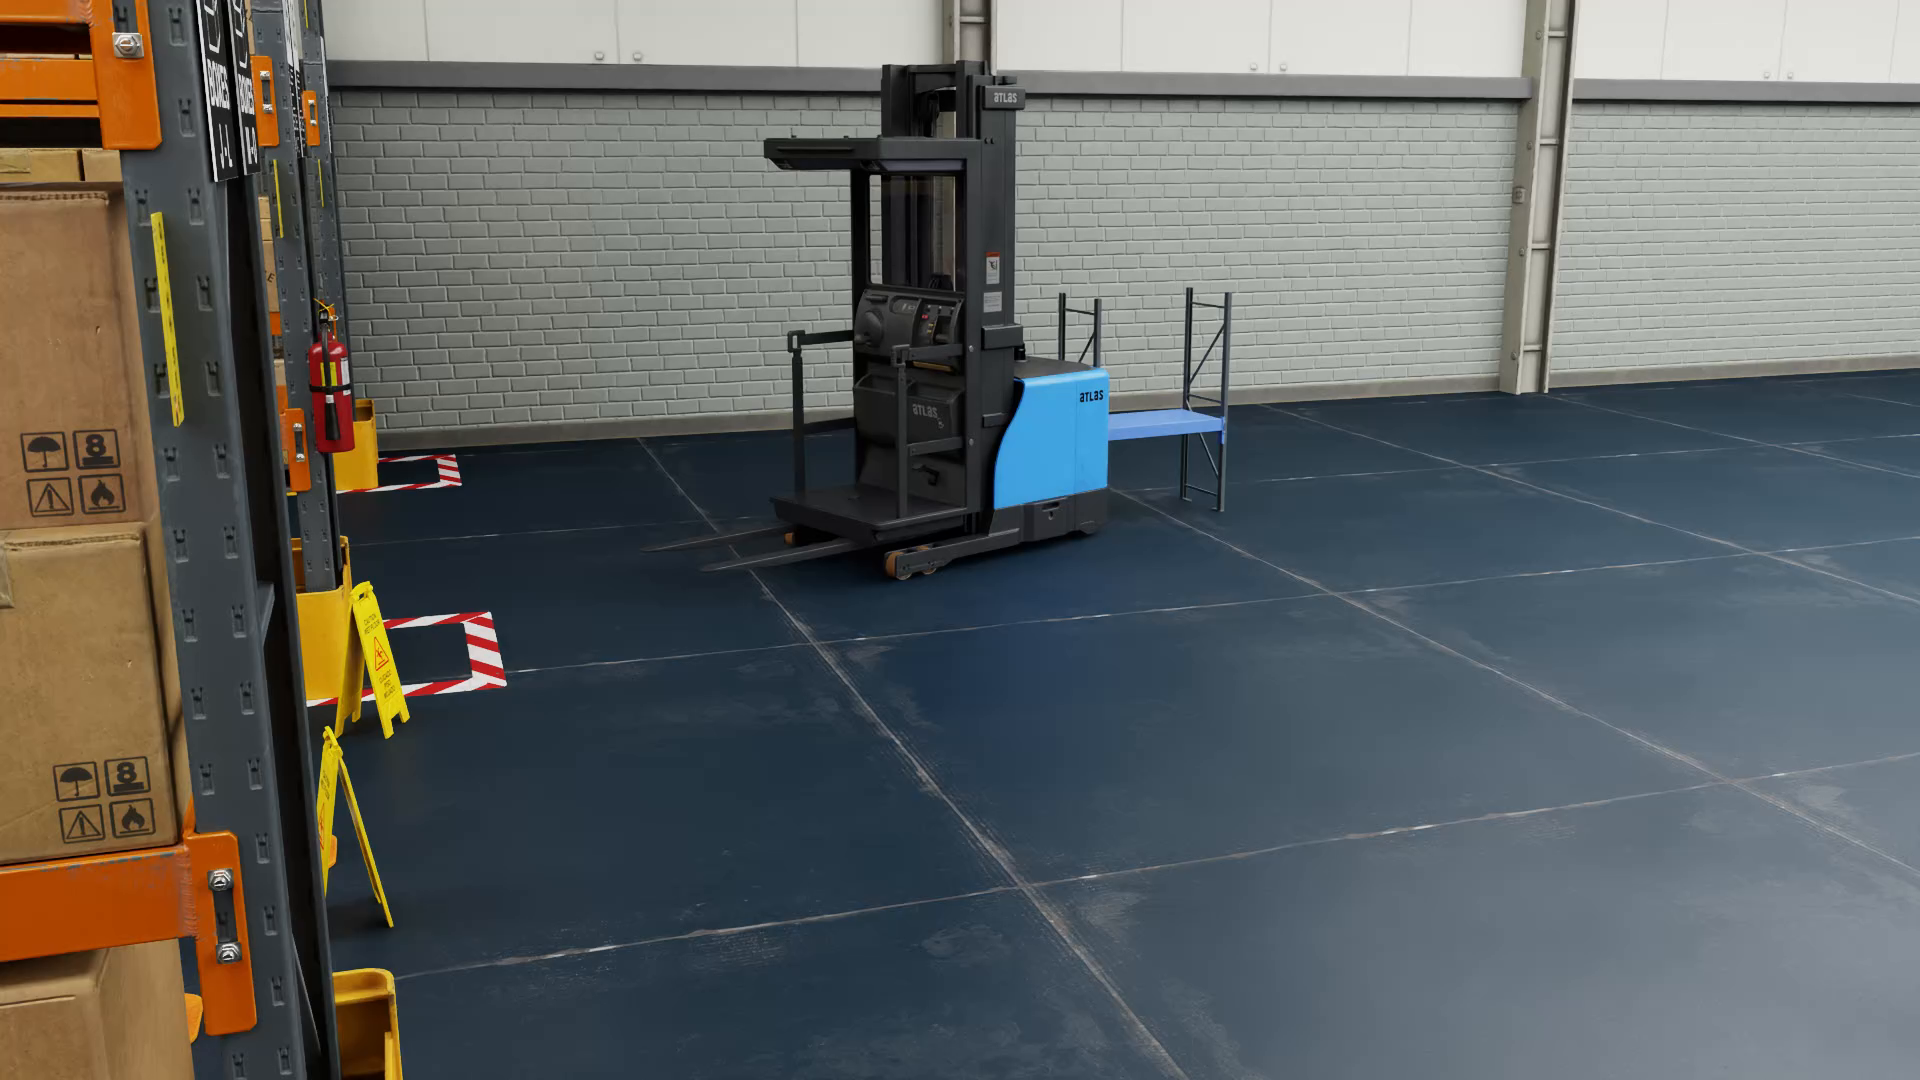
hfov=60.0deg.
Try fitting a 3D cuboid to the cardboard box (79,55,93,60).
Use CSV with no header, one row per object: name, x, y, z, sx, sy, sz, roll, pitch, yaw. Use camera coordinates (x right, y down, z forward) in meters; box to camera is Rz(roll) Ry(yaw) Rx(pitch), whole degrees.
cardboard box,-3.543,-2.087,6.997,0.250,0.149,0.380,-4,14,-18

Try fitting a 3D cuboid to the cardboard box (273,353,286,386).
cardboard box,-4.992,-1.203,12.090,0.500,0.250,0.500,-4,14,-16

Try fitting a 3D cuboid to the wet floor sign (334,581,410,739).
wet floor sign,-2.547,0.502,7.136,0.232,0.644,0.267,0,13,1

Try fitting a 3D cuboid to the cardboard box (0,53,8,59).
cardboard box,-4.067,-2.071,6.929,0.250,0.149,0.380,-4,14,-18

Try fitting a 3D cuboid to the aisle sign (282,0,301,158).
aisle sign,-2.918,-2.069,7.242,0.004,0.787,0.394,-4,14,-18

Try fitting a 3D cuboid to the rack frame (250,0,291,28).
rack frame,-3.069,-3.782,7.097,0.127,3.000,1.000,-4,14,-18

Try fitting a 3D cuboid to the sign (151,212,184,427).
sign,-1.234,-0.344,2.592,0.005,0.325,0.100,-4,14,-18

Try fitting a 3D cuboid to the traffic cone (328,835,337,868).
traffic cone,-2.389,0.904,5.844,0.334,0.463,0.336,-4,14,-18

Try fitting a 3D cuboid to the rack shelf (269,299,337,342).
rack shelf,-6.551,-1.454,11.830,4.000,0.370,1.077,-4,14,-18

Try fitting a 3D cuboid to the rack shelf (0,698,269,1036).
rack shelf,-3.290,0.712,2.721,4.000,0.370,1.077,-4,14,-18

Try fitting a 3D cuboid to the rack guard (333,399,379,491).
rack guard,-4.633,-0.738,12.664,0.348,0.500,1.175,-4,14,-18

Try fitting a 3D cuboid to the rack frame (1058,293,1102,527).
rack frame,0.786,-0.870,11.059,0.032,1.500,0.500,-7,15,-26

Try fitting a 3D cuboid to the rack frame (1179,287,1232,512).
rack frame,1.695,-0.975,11.501,0.032,1.500,0.500,-7,15,-26

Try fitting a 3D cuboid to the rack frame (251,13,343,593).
rack frame,-3.069,-0.864,7.791,0.127,3.000,1.000,-4,14,-18

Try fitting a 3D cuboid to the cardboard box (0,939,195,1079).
cardboard box,-2.016,1.109,3.184,0.875,0.875,0.875,-4,14,-18

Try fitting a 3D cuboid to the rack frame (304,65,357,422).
rack frame,-4.655,-1.952,12.367,0.127,3.000,1.000,-4,14,-18

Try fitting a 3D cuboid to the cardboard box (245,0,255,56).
cardboard box,-4.997,-3.627,11.586,0.500,0.500,0.500,-4,14,-16

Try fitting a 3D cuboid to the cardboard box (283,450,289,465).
cardboard box,-5.000,-0.715,12.199,0.500,0.250,0.500,-4,14,-18

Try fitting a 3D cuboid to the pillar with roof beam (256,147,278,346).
pillar with roof beam,-4.230,-4.073,8.318,0.400,9.000,9.100,-4,14,-18

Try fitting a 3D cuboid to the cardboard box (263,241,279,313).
cardboard box,-5.038,-1.907,11.960,0.500,0.500,0.500,-5,14,-19

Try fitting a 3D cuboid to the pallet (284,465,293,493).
pallet,-5.367,-0.530,12.414,1.213,0.211,1.003,-4,14,-18

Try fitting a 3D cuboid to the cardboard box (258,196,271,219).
cardboard box,-4.928,-2.388,11.940,0.250,0.149,0.380,-4,14,-18

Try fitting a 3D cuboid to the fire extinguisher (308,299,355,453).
fire extinguisher,-2.813,-0.733,7.411,0.183,0.674,0.296,-4,14,-18

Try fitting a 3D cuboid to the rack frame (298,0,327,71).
rack frame,-4.655,-4.871,11.673,0.127,3.000,1.000,-4,14,-18

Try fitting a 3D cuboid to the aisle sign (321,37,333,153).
aisle sign,-4.500,-3.157,11.816,0.004,0.787,0.394,-4,14,-18

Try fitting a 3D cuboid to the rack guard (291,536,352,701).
rack guard,-3.141,0.358,8.057,0.348,0.500,1.175,-4,14,-18

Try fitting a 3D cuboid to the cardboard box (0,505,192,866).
cardboard box,-1.732,0.179,3.084,0.550,0.550,0.875,-4,14,-18

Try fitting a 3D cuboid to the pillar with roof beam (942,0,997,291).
pillar with roof beam,1.457,-4.515,10.180,0.400,9.000,9.100,-4,14,-18

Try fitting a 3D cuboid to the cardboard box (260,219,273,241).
cardboard box,-4.895,-2.229,11.914,0.250,0.149,0.380,-4,14,-17

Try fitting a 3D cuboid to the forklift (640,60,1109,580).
forklift,-0.469,-1.330,9.899,3.031,2.935,1.130,-12,18,-40

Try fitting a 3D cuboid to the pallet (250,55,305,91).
pallet,-5.334,-3.322,11.834,1.213,0.211,1.003,-4,14,-18

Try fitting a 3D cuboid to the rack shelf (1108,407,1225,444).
rack shelf,1.240,-0.748,11.322,1.000,0.185,0.538,-7,15,-26

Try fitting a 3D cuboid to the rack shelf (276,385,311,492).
rack shelf,-4.964,-0.366,7.254,4.000,0.370,1.077,-4,14,-18

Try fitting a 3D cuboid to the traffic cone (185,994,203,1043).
traffic cone,-2.351,1.177,4.697,0.334,0.463,0.336,-4,14,-18

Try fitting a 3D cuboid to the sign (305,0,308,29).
sign,-4.496,-3.683,11.422,0.005,0.325,0.100,-4,14,-18

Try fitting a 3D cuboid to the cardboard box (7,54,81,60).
cardboard box,-3.806,-2.075,6.946,0.250,0.149,0.380,-4,14,-16

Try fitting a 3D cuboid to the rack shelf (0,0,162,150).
rack shelf,-3.290,-0.747,2.374,4.000,0.370,1.077,-4,14,-18

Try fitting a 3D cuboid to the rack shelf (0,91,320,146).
rack shelf,-6.551,-2.914,11.482,4.000,0.370,1.077,-4,14,-18

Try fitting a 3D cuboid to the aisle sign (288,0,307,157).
aisle sign,-3.109,-2.201,7.795,0.004,0.787,0.394,-4,14,-18

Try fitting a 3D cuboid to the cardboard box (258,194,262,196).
cardboard box,-5.314,-2.477,12.314,0.250,0.149,0.380,-4,14,-16

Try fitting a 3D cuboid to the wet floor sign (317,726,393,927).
wet floor sign,-1.998,0.924,5.366,0.232,0.644,0.267,-7,15,-28

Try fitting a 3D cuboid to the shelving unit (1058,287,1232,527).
shelving unit,1.240,-0.923,11.280,1.048,1.500,0.538,-7,15,-26

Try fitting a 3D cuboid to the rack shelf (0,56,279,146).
rack shelf,-4.964,-1.825,6.907,4.000,0.370,1.077,-4,14,-18

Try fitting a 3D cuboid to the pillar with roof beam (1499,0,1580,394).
pillar with roof beam,7.144,-4.958,12.042,0.400,9.000,9.100,-4,14,-18

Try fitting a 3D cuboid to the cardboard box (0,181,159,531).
cardboard box,-1.758,-0.365,3.037,0.550,0.550,0.875,-4,14,-18

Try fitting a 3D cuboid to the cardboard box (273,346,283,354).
cardboard box,-5.171,-1.311,12.546,0.500,0.250,0.500,-5,14,-19

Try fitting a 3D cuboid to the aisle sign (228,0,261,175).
aisle sign,-1.423,-1.121,3.256,0.004,0.787,0.394,-4,14,-18

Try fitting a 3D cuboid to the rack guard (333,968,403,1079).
rack guard,-1.372,1.429,3.555,0.348,0.500,1.175,-4,14,-18

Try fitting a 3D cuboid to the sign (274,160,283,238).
sign,-2.911,-1.457,7.103,0.005,0.325,0.100,-4,14,-18

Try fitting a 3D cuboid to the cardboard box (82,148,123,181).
cardboard box,-3.483,-1.458,7.270,0.500,0.500,0.700,-5,14,-19

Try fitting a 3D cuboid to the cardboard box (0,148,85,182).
cardboard box,-3.965,-1.422,7.120,0.500,0.500,0.700,-4,14,-18

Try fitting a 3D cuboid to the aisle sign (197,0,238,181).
aisle sign,-1.231,-0.990,2.703,0.004,0.787,0.394,-4,14,-18

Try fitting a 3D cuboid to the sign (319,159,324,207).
sign,-4.496,-2.510,11.701,0.005,0.325,0.100,-4,14,-18
